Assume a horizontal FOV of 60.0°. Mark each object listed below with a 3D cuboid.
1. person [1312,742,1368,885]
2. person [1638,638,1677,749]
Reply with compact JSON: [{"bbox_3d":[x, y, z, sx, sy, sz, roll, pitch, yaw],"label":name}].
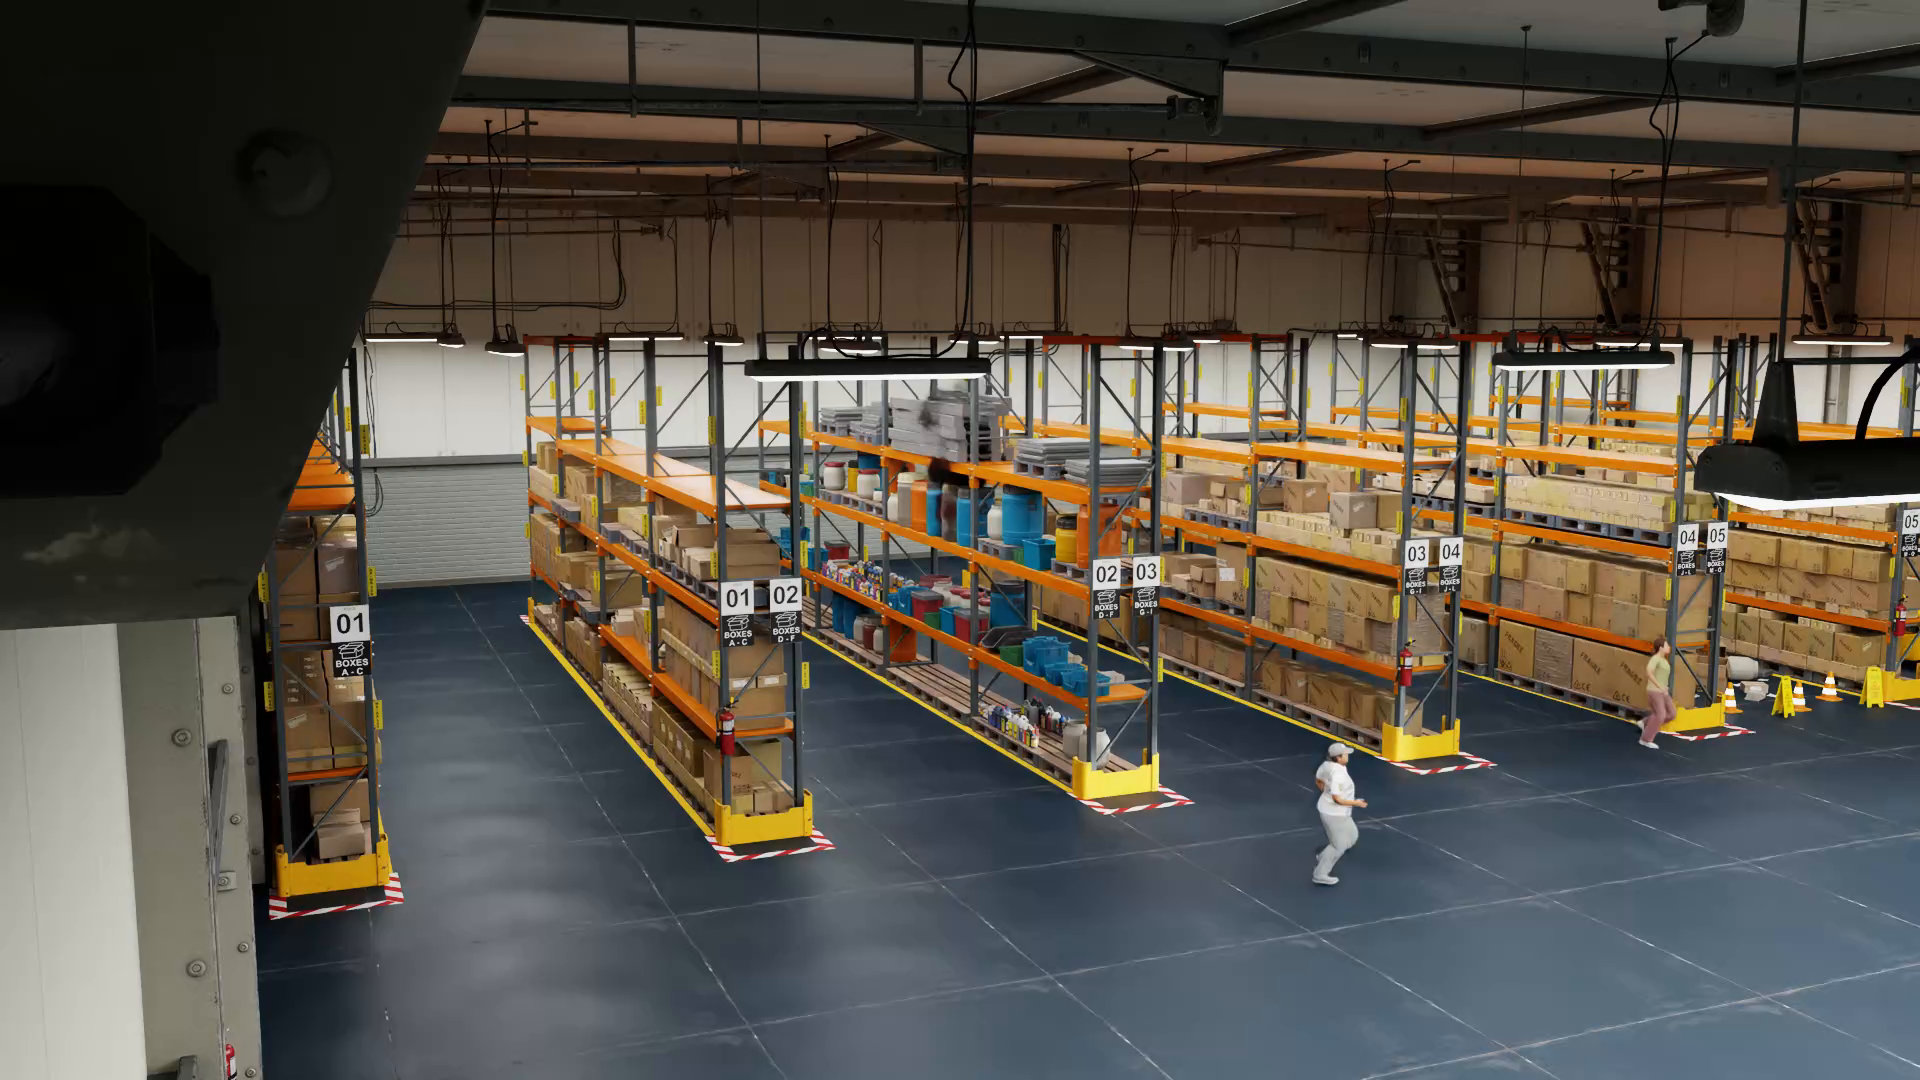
[{"bbox_3d":[4.247,3.054,18.613,0.575,1.623,0.579,0,8,3],"label":"person"},{"bbox_3d":[10.404,2.266,24.749,0.533,1.629,0.631,6,10,40],"label":"person"}]
